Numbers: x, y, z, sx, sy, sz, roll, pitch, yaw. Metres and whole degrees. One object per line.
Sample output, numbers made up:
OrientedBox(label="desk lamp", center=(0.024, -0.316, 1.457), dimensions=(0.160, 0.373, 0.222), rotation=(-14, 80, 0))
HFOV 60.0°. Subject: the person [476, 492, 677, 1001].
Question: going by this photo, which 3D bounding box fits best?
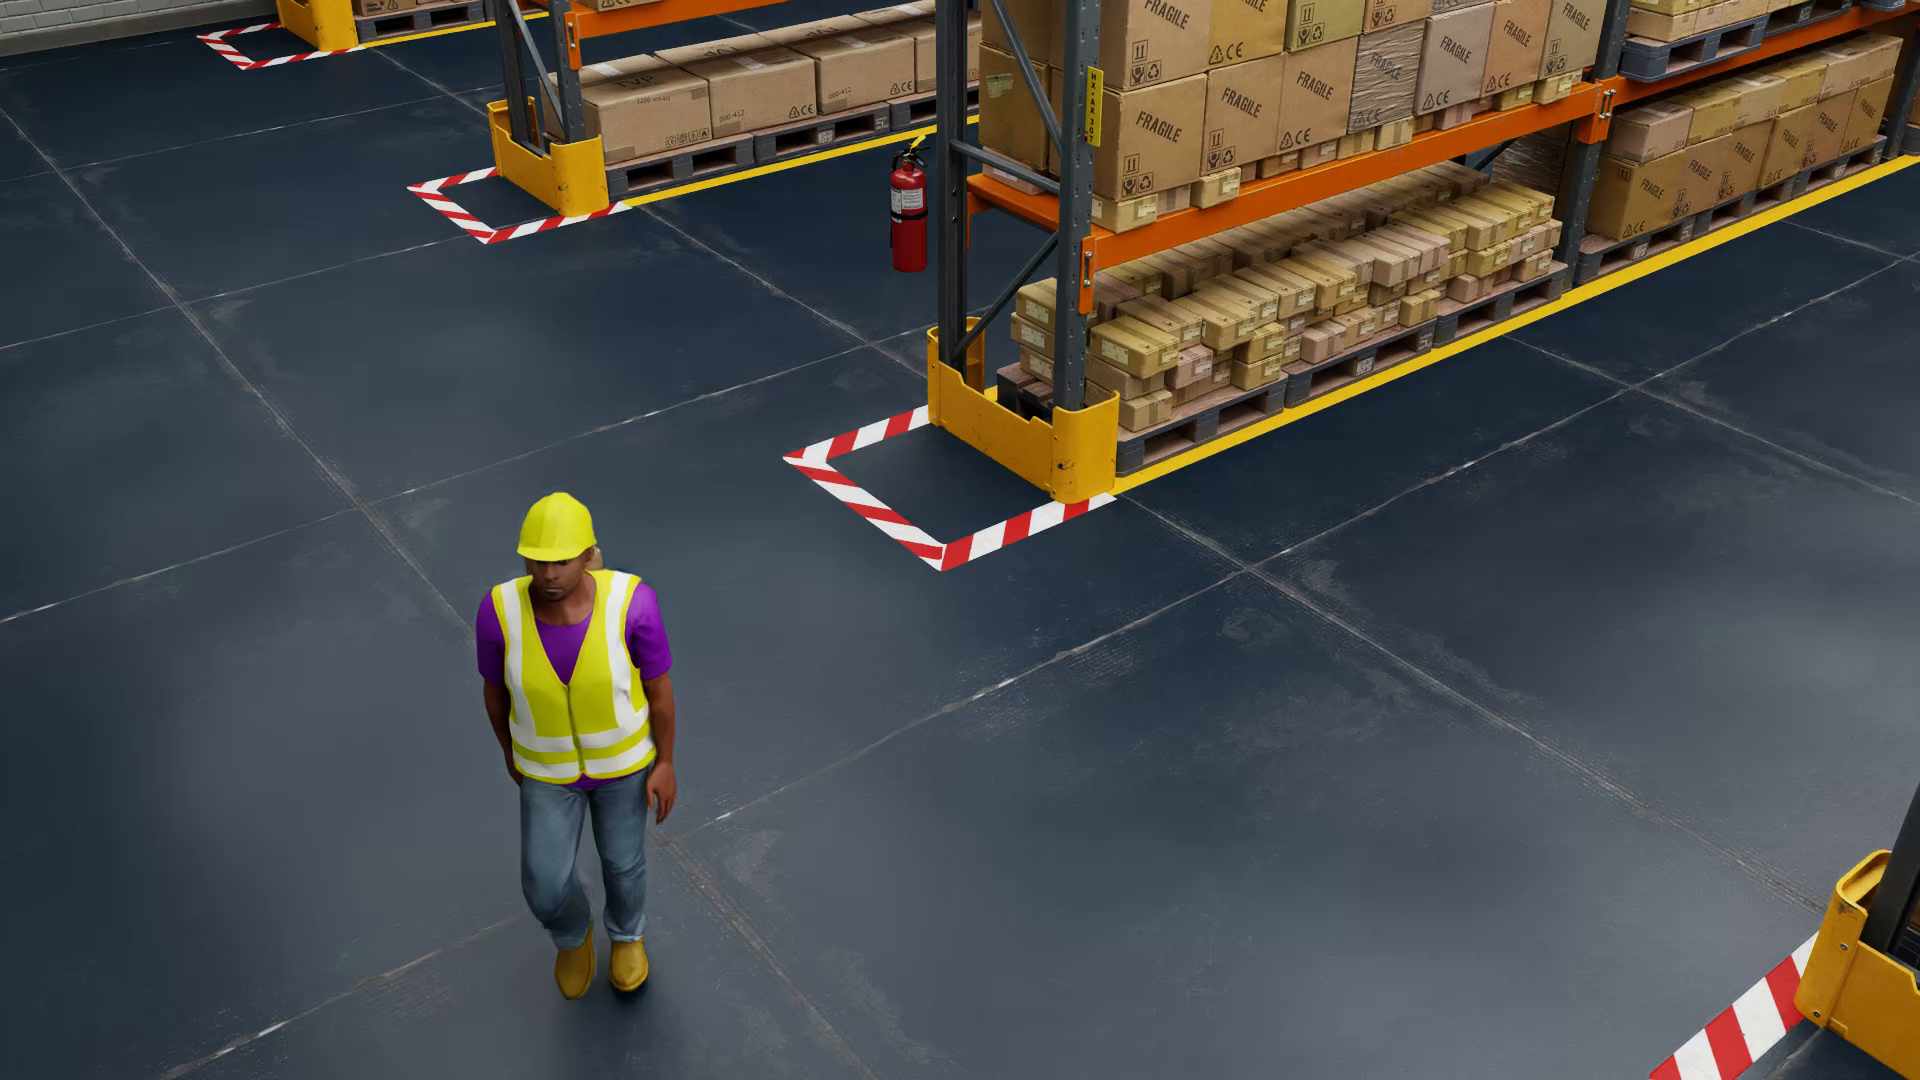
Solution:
OrientedBox(label="person", center=(-1.116, 0.697, 4.984), dimensions=(0.563, 1.797, 0.461), rotation=(-5, 32, -8))
